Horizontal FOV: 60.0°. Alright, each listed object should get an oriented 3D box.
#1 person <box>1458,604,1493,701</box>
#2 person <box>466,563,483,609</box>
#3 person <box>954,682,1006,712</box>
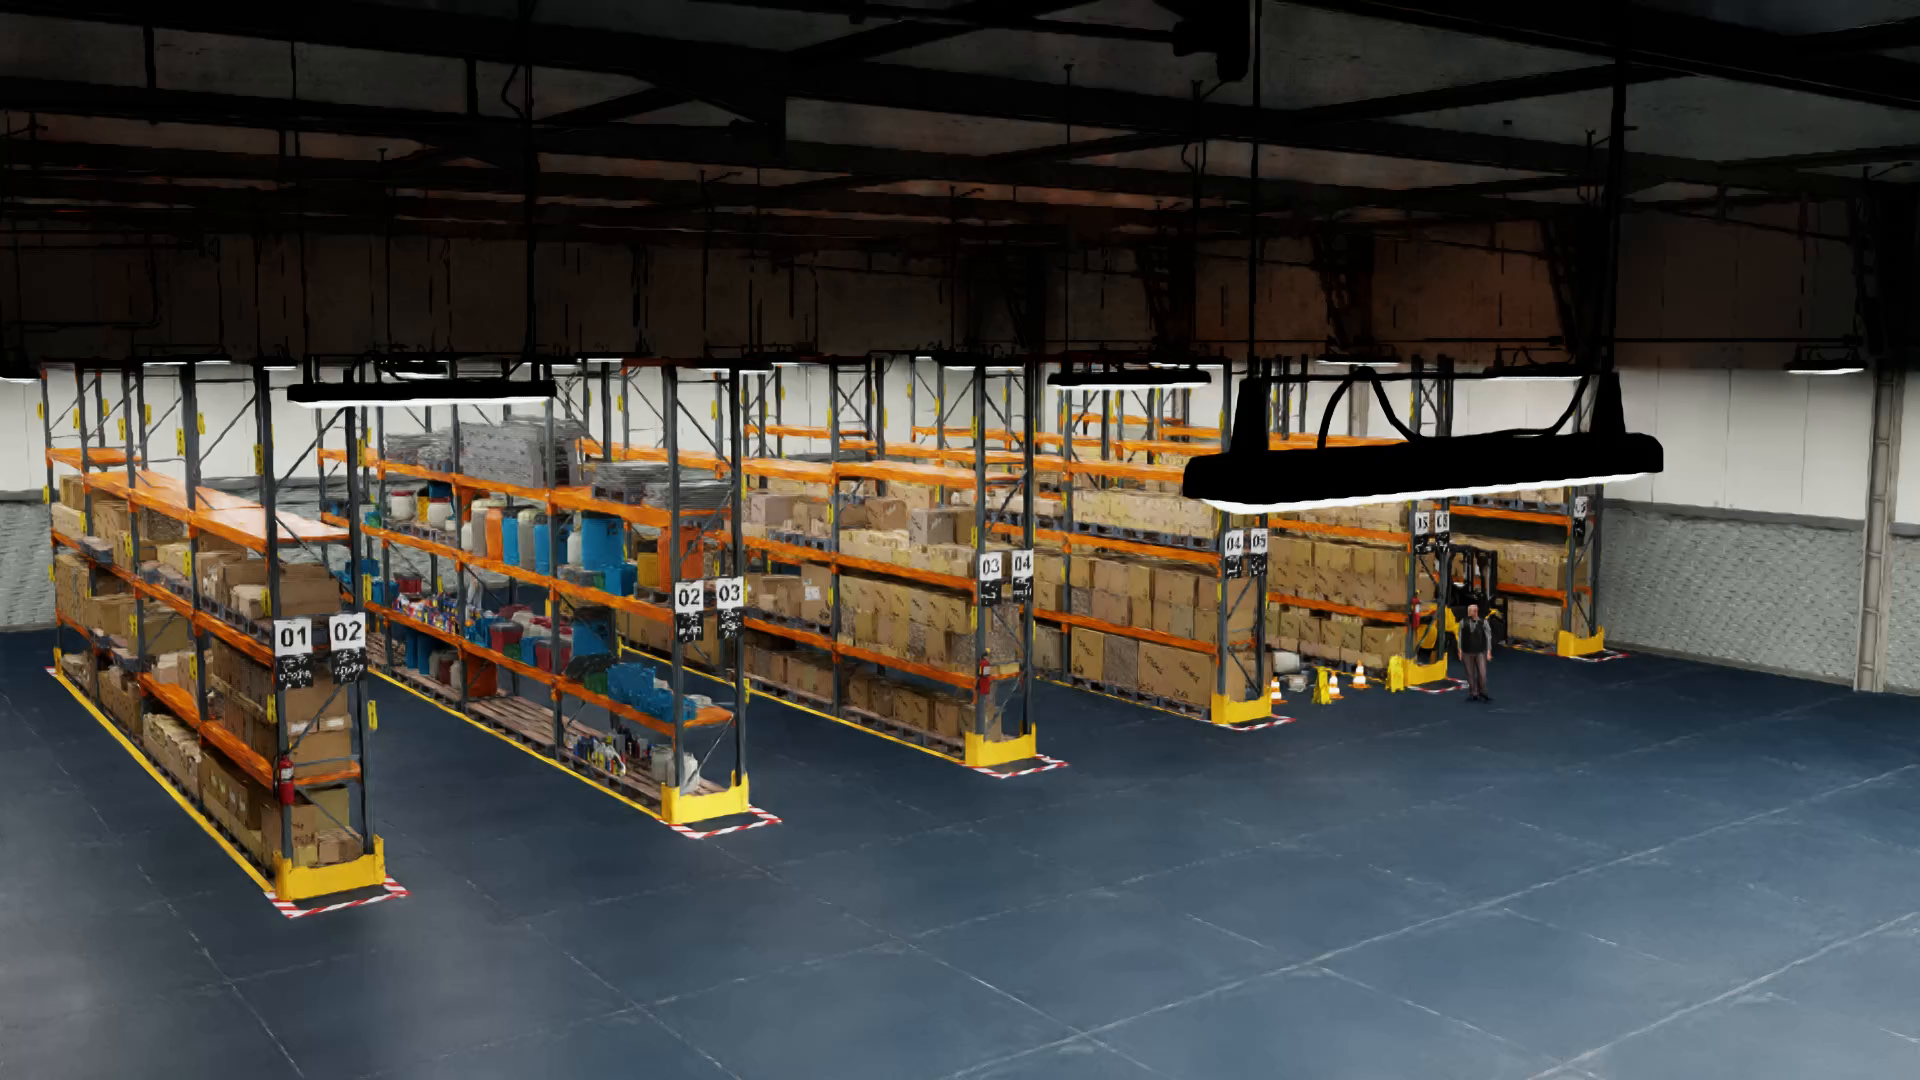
[{"bbox_3d":[9.051,1.970,29.189,0.636,1.714,0.402,3,8,25],"label":"person"},{"bbox_3d":[-11.149,0.959,37.930,0.455,1.667,0.637,1,7,9],"label":"person"},{"bbox_3d":[0.281,2.125,28.141,0.815,1.665,0.700,5,8,33],"label":"person"}]
